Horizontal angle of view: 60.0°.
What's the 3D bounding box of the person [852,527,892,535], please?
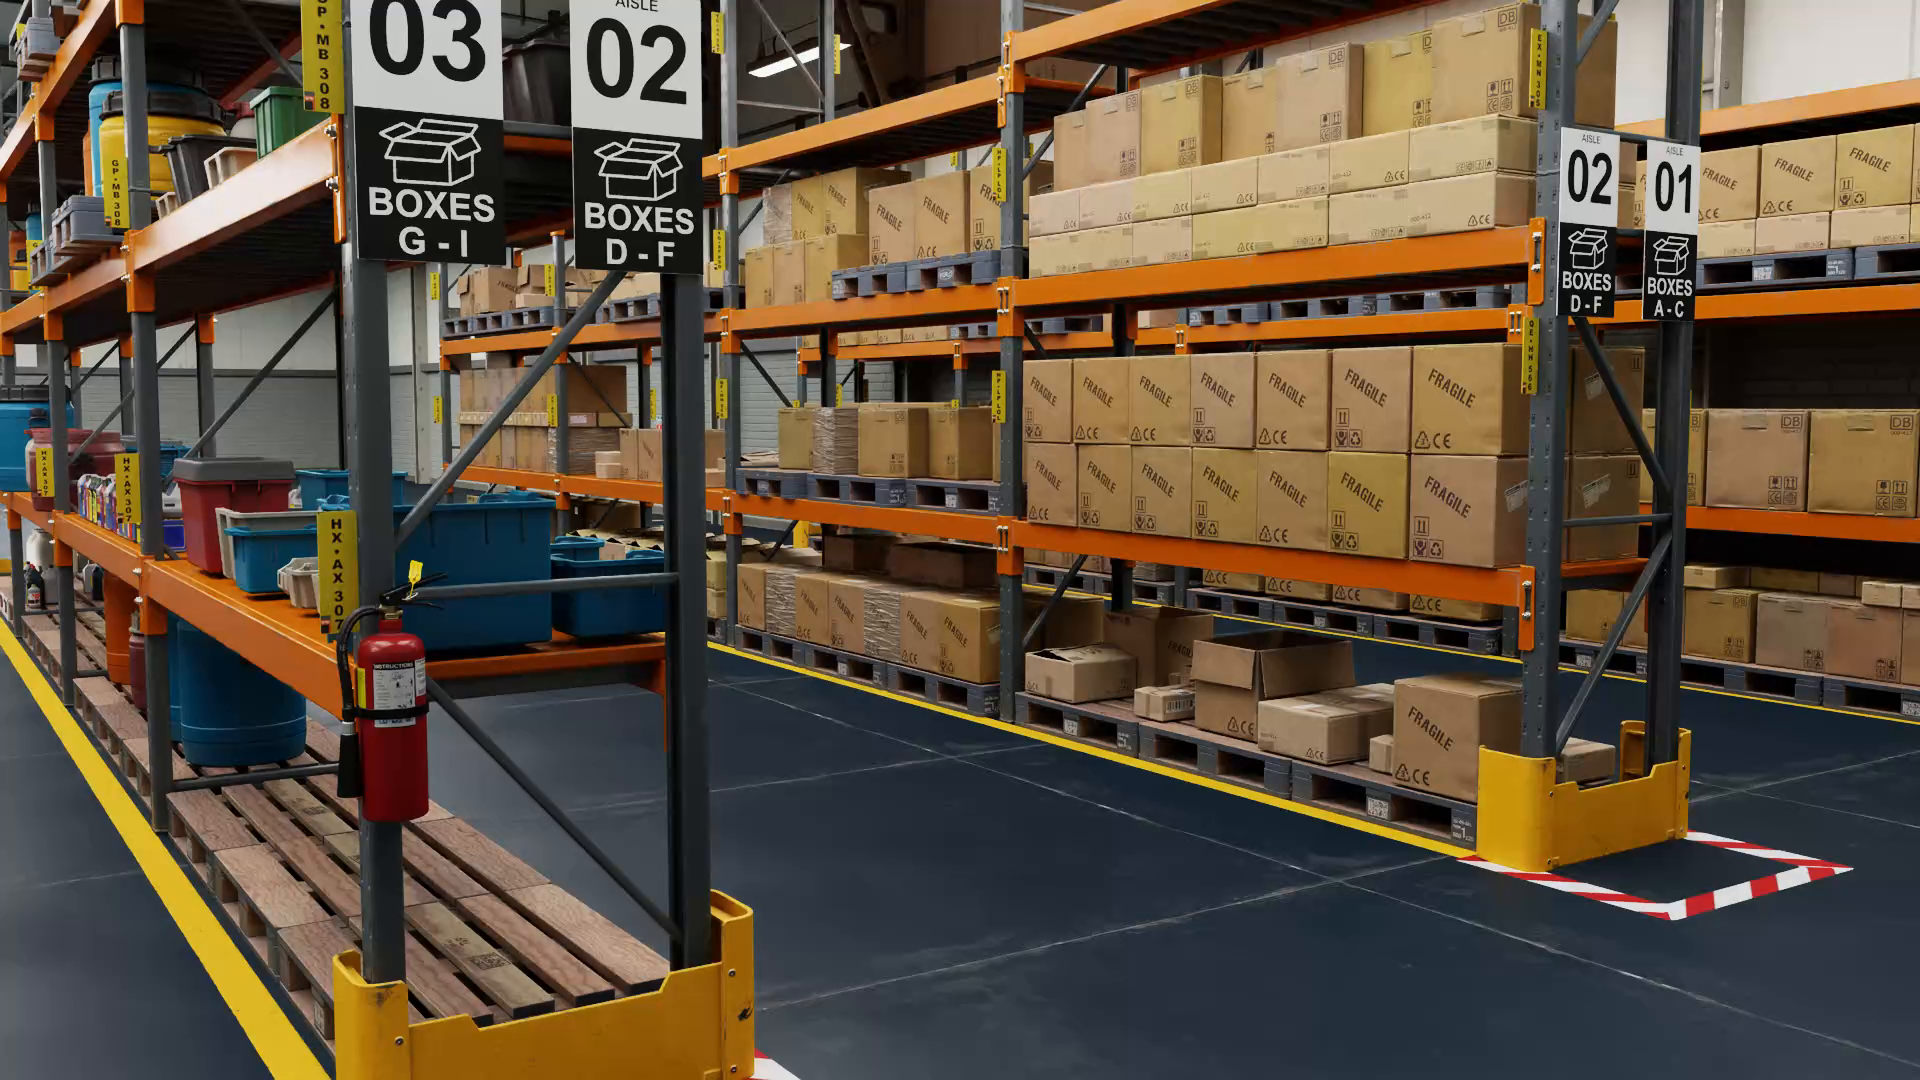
[{"bbox_3d":[-0.898,-0.146,15.997,0.505,1.763,0.559,-3,6,-35],"label":"person"}]
